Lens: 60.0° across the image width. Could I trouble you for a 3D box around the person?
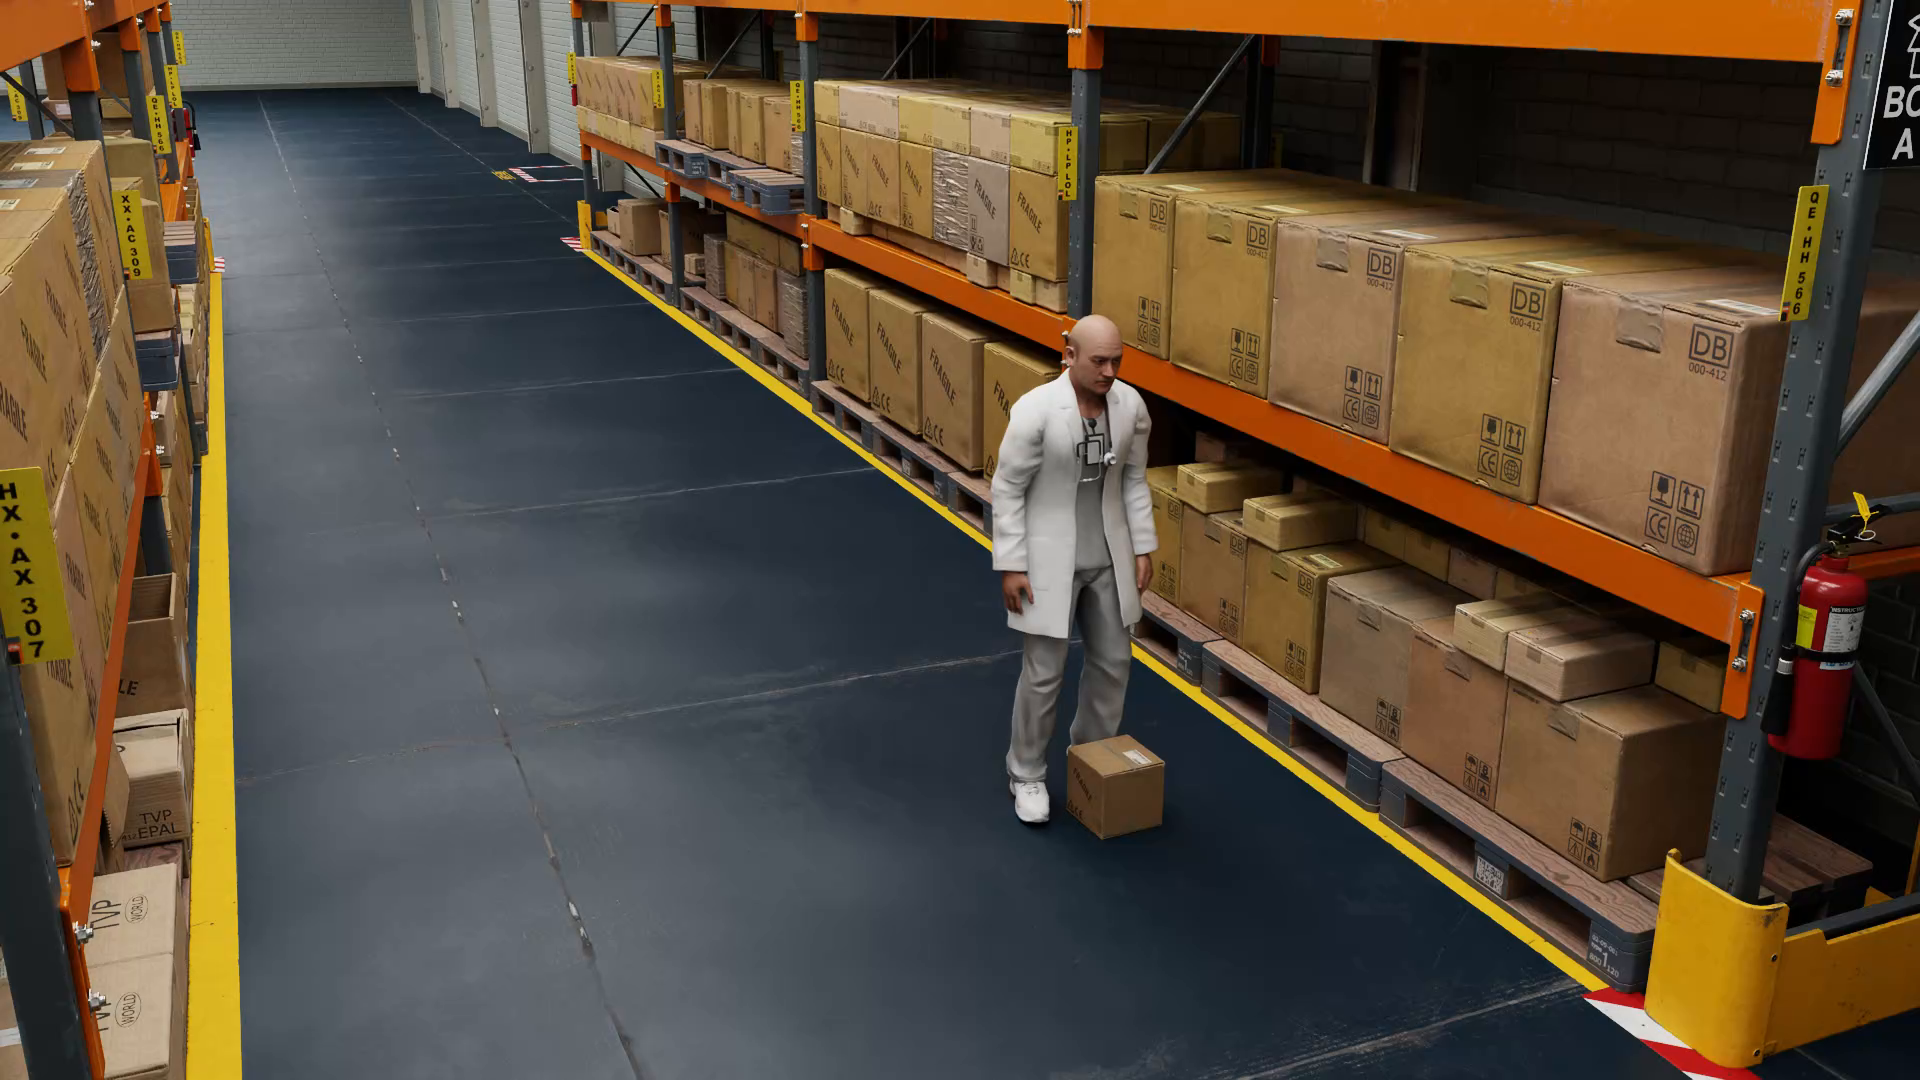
[{"bbox_3d":[0.411,0.084,5.836,0.640,1.773,0.429,-8,20,-24],"label":"person"}]
